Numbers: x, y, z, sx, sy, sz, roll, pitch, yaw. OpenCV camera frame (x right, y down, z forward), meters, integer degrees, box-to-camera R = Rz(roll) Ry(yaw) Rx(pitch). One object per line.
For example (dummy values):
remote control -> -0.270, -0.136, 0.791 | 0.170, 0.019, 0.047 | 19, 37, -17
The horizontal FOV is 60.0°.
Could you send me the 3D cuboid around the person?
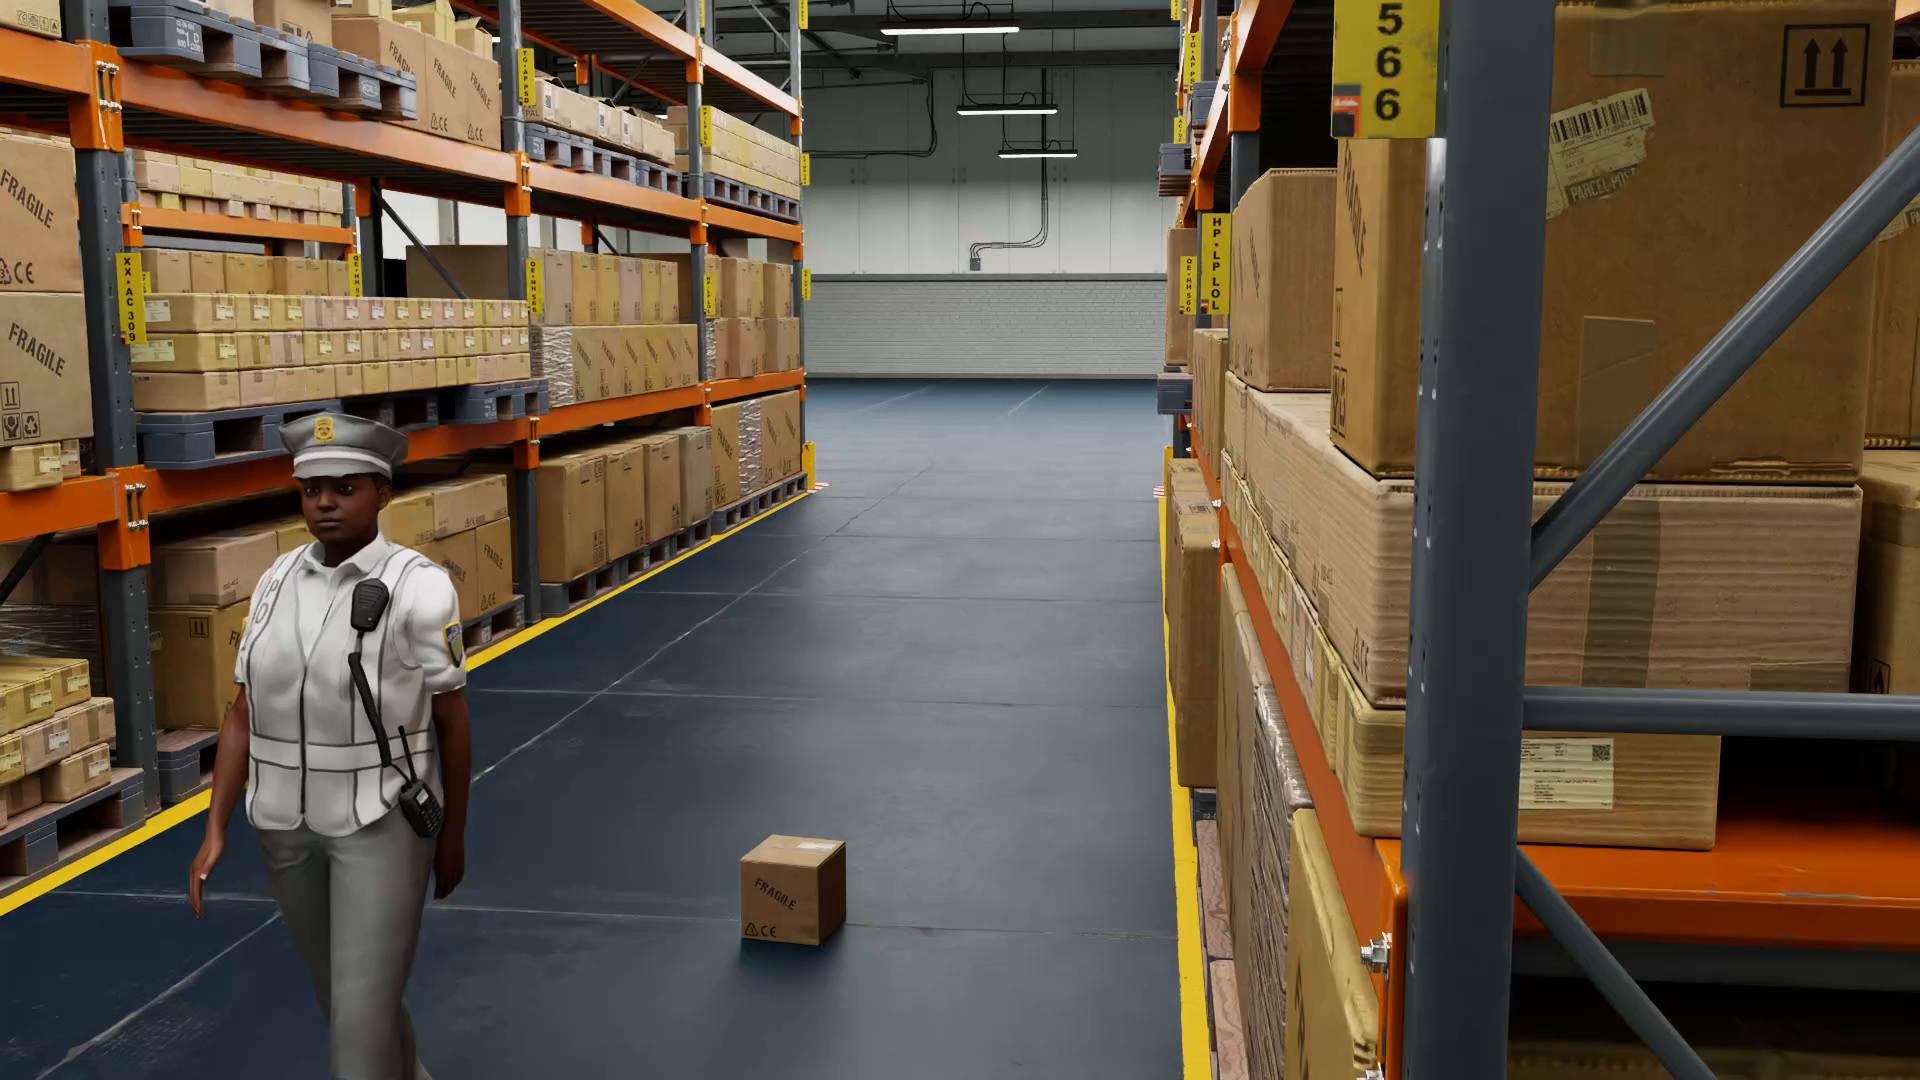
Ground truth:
person -> -1.262, 0.586, 3.259 | 0.445, 1.658, 0.818 | 2, 8, 14
